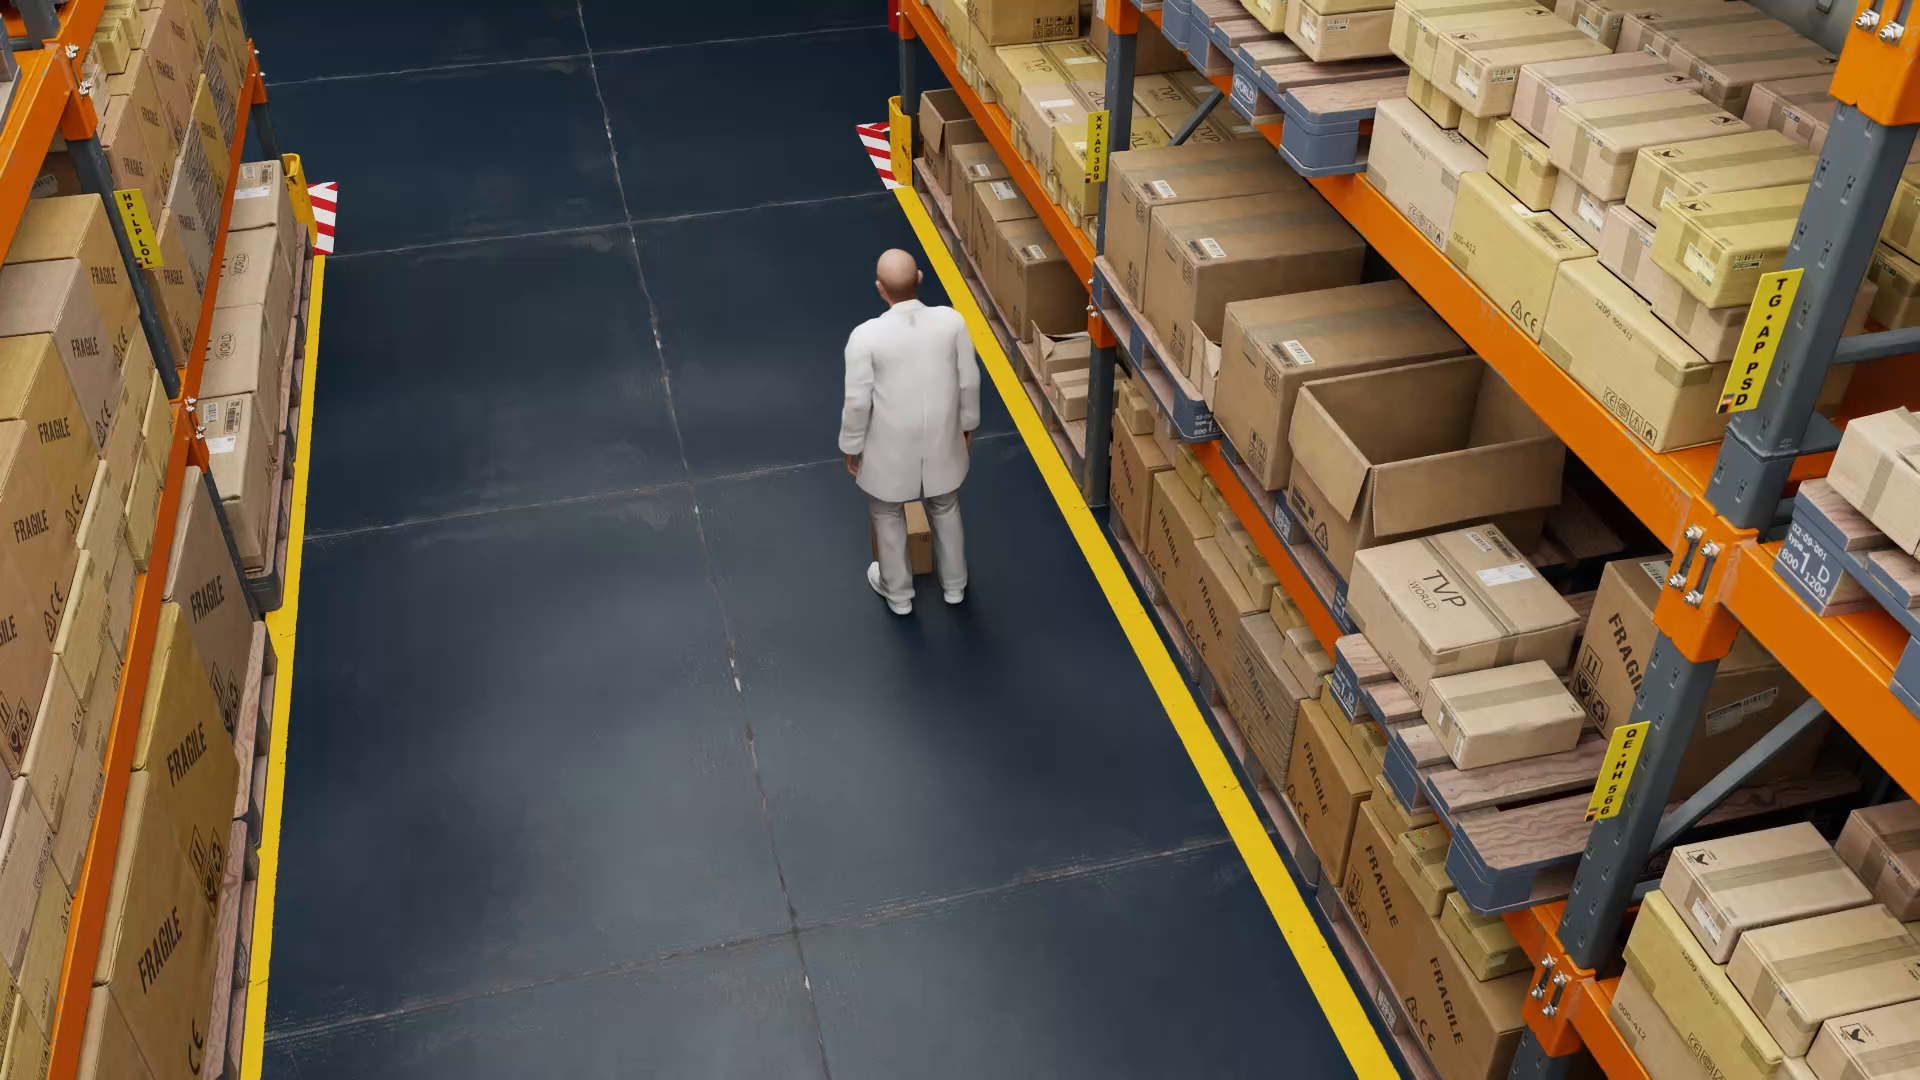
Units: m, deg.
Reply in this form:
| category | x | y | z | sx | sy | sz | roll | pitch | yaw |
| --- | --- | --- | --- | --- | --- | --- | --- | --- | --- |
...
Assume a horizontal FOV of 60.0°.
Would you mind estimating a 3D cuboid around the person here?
| category | x | y | z | sx | sy | sz | roll | pitch | yaw |
| --- | --- | --- | --- | --- | --- | --- | --- | --- | --- |
| person | -0.218 | -0.456 | 7.319 | 0.643 | 1.772 | 0.429 | -12 | 39 | -15 |
